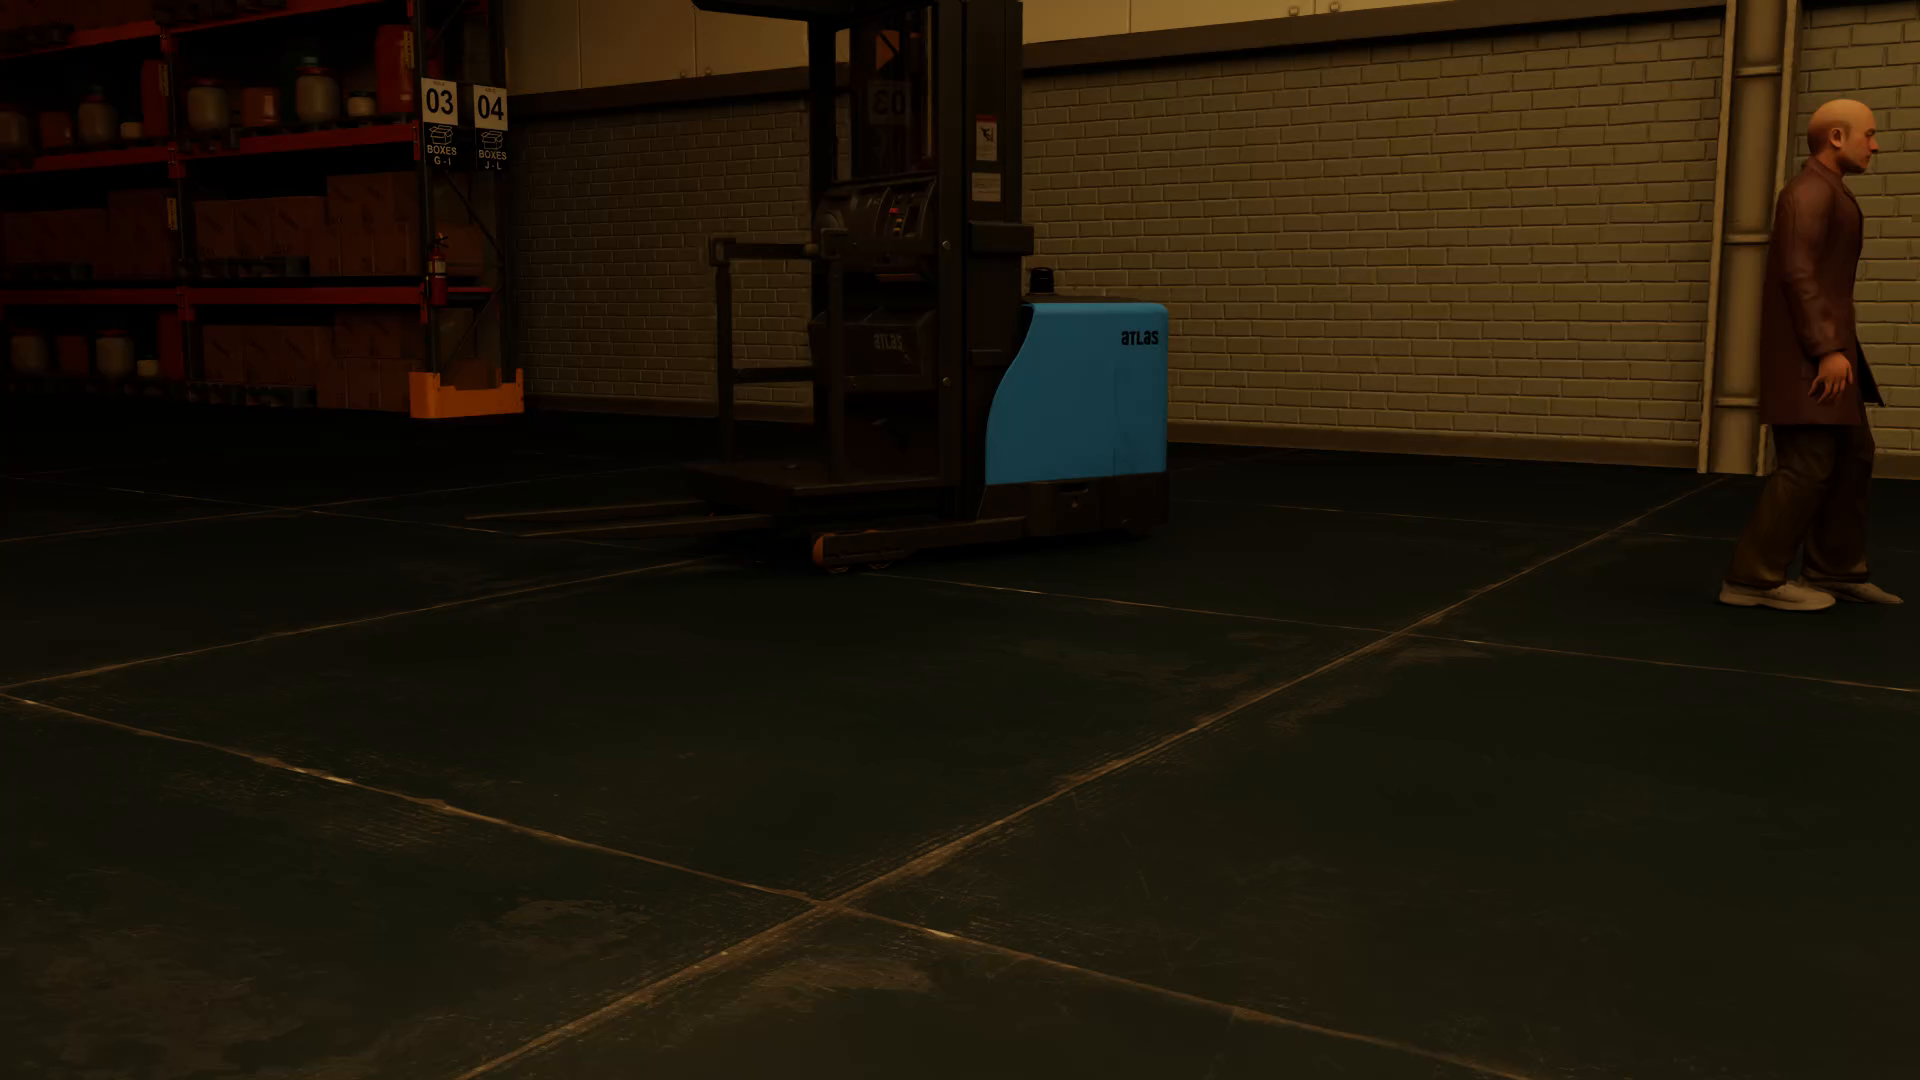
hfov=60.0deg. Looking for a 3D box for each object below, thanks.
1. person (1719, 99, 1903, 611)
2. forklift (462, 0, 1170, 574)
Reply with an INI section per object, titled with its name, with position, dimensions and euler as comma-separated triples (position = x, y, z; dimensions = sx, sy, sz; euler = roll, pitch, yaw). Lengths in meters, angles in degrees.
[person]
position = 3.036, -0.604, 5.819
dimensions = 0.576, 1.778, 0.671
euler = 5, 9, 31
[forklift]
position = -0.549, -1.399, 7.034
dimensions = 3.031, 2.935, 1.130
euler = -5, 10, -33
